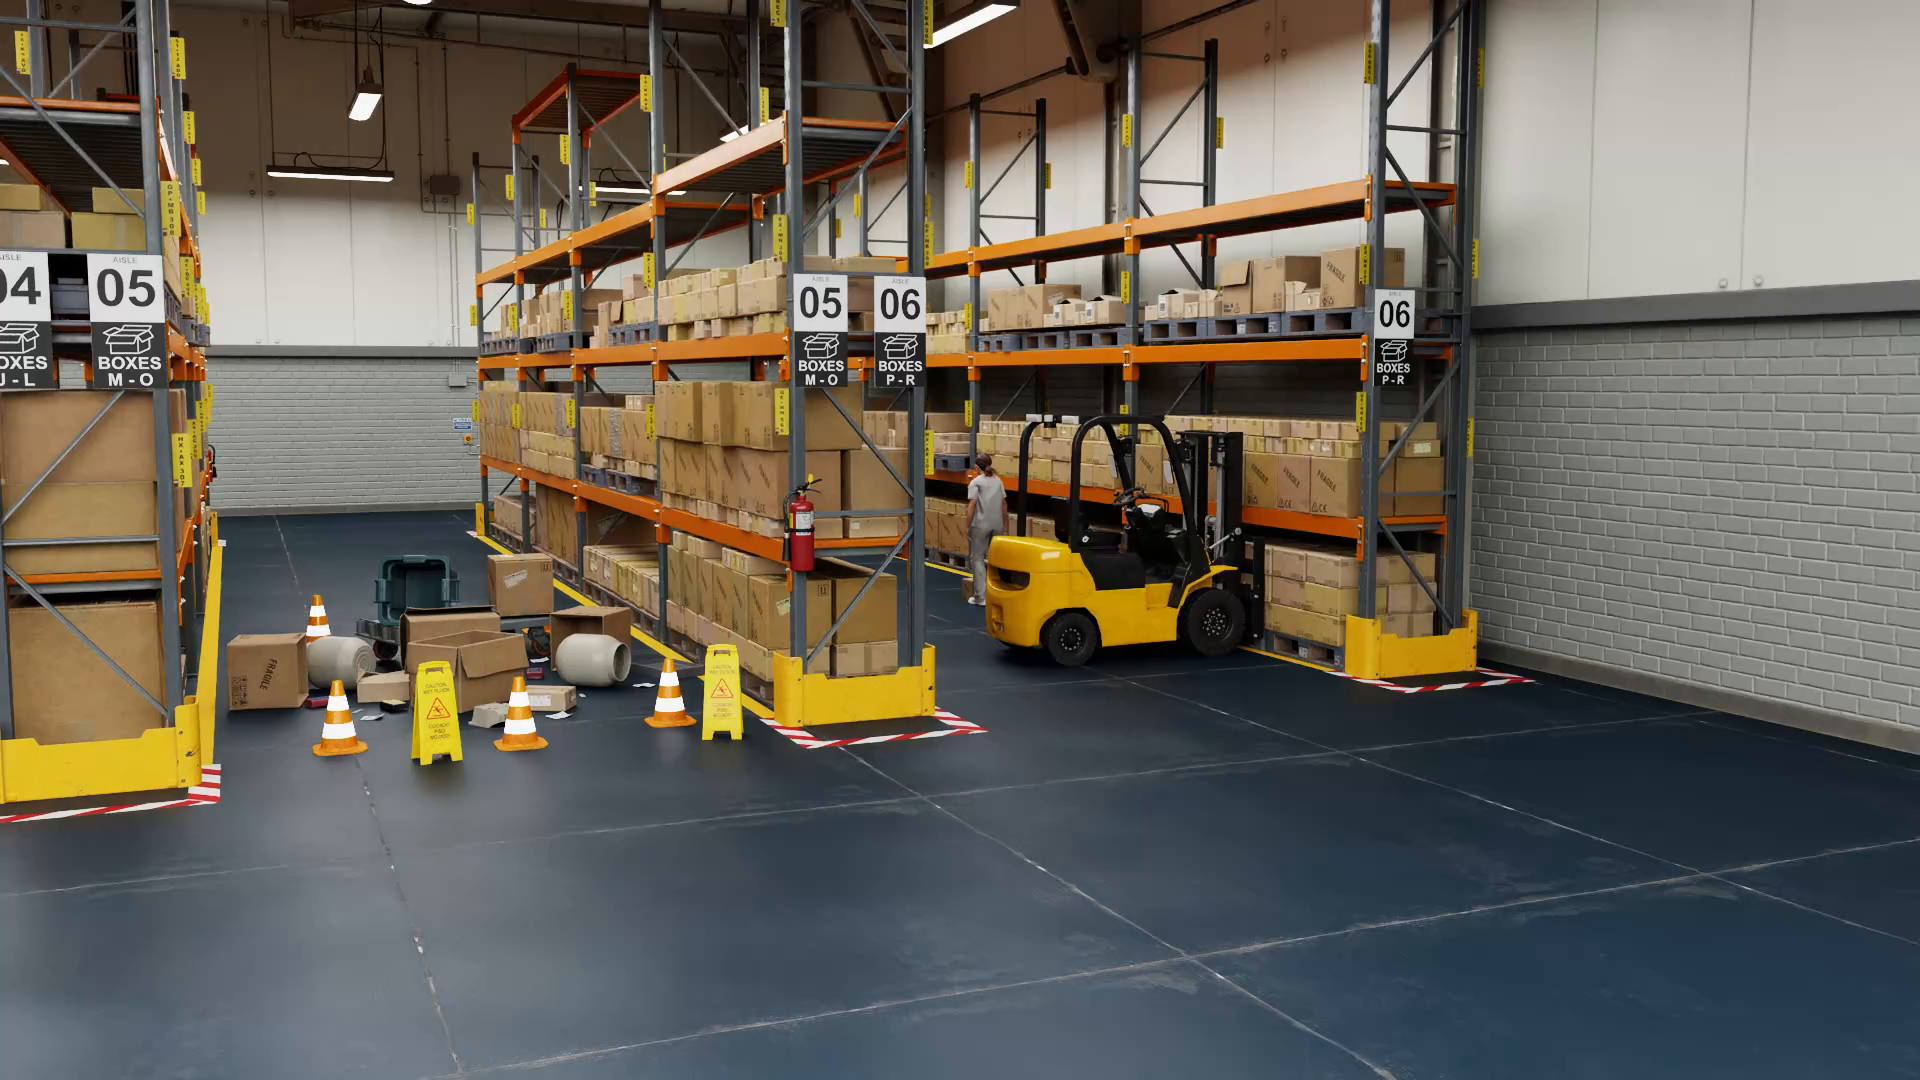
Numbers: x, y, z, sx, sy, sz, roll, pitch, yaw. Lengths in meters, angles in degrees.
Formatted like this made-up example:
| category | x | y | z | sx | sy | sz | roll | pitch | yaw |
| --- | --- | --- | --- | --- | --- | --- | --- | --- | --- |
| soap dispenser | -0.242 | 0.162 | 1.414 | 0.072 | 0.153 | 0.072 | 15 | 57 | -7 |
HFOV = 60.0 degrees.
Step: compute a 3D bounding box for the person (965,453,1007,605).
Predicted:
| category | x | y | z | sx | sy | sz | roll | pitch | yaw |
| --- | --- | --- | --- | --- | --- | --- | --- | --- | --- |
| person | 0.297 | -0.124 | 18.259 | 0.511 | 1.673 | 0.350 | -3 | 6 | -26 |
